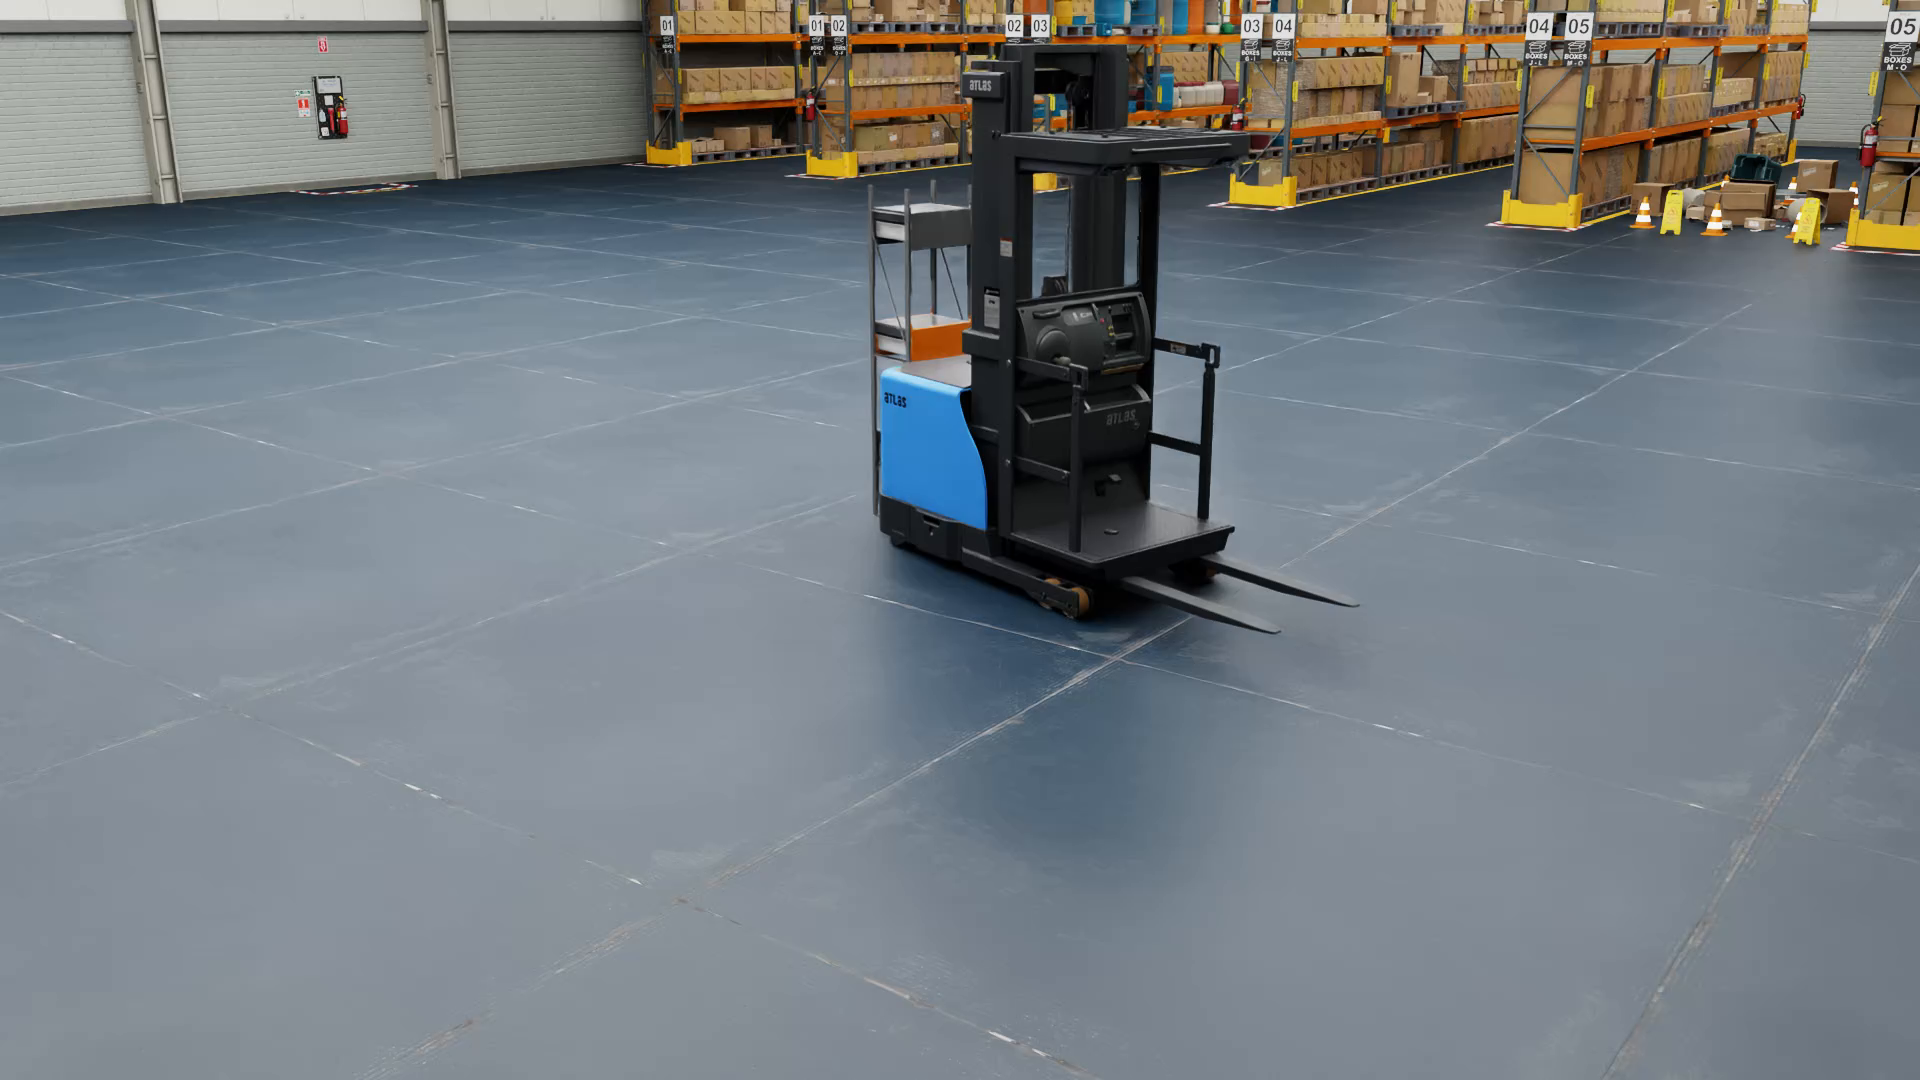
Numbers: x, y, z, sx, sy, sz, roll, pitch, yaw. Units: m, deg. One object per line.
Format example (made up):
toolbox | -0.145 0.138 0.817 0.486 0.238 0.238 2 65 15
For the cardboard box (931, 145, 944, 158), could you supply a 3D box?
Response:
cardboard box | -0.693 -8.669 37.029 0.500 0.250 0.500 12 21 35

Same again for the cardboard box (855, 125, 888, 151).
cardboard box | -1.875 -8.549 35.378 0.500 0.500 0.500 12 21 35

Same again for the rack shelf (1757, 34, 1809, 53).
rack shelf | 17.549 -10.867 36.334 1.077 0.370 4.000 12 21 35

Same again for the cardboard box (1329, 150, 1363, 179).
cardboard box | 7.397 -7.215 31.926 0.500 0.500 0.500 12 21 33

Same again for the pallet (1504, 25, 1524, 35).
pallet | 11.927 -11.316 36.890 0.805 0.209 1.217 11 21 33

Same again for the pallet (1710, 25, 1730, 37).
pallet | 13.633 -9.528 31.129 1.213 0.211 1.003 14 22 37

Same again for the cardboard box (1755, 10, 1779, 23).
cardboard box | 16.836 -10.973 34.874 0.500 0.250 0.500 13 22 36

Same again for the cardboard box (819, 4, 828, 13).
cardboard box | -3.142 -13.013 41.156 0.500 0.500 0.500 12 21 33

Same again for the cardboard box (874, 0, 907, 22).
cardboard box | -1.461 -11.190 35.049 0.500 0.500 0.500 12 21 35

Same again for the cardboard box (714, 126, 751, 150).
cardboard box | -5.349 -9.437 39.046 0.700 0.500 0.500 11 20 31

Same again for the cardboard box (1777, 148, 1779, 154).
cardboard box | 18.296 -8.804 37.635 0.380 0.149 0.250 12 21 34

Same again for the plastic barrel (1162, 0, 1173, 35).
plastic barrel | 4.208 -11.159 35.216 0.600 0.901 0.600 0 17 0

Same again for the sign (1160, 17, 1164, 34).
sign | 4.125 -10.509 33.953 0.100 0.325 0.005 12 21 35

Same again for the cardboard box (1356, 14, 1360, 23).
cardboard box | 7.036 -9.478 30.230 0.380 0.149 0.250 13 22 37

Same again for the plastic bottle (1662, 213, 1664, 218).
plastic bottle | 11.660 -5.312 27.247 0.283 0.061 0.133 5 18 16

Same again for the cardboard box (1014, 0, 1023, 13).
cardboard box | 1.451 -15.039 46.668 0.500 0.500 0.500 12 21 34

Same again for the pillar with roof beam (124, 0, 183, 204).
pillar with roof beam | -10.621 -9.535 25.776 9.100 9.000 0.400 12 21 35

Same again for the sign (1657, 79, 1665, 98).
sign | 12.037 -7.749 28.547 0.100 0.325 0.005 12 21 35

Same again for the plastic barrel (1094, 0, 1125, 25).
plastic barrel | 3.010 -10.826 33.436 0.600 0.901 0.708 12 21 35

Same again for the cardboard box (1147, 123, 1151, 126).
cardboard box | 4.904 -10.941 44.210 0.500 0.311 0.500 12 21 35

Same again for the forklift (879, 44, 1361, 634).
forklift | 0.825 -1.148 8.999 1.130 2.935 3.031 -13 22 -37

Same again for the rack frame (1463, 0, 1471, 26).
rack frame | 10.050 -12.114 34.080 1.000 3.000 0.127 12 21 35

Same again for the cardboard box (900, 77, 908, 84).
cardboard box | -1.347 -9.874 35.720 0.380 0.149 0.250 13 21 35

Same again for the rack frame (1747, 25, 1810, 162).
rack frame | 18.740 -10.254 38.206 1.000 3.000 0.127 12 21 35

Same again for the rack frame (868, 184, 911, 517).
rack frame | -0.430 -1.122 10.315 0.015 2.100 0.400 -13 22 -37

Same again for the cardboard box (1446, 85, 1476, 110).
cardboard box | 10.559 -9.365 35.173 0.500 0.500 0.500 13 22 36

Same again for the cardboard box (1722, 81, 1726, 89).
cardboard box | 14.871 -8.974 32.797 0.380 0.149 0.250 11 21 32

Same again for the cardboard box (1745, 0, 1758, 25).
cardboard box | 16.043 -10.911 34.388 0.700 0.500 0.500 12 21 35

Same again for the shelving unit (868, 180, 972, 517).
shelving unit | -0.240 -1.167 10.462 0.503 2.100 0.431 -13 22 -37

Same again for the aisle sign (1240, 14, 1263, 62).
aisle sign | 5.006 -8.623 28.572 0.394 0.787 0.004 12 21 35

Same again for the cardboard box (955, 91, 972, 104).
cardboard box | -0.028 -10.101 37.967 0.500 0.250 0.500 14 22 38

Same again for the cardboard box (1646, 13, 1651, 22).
cardboard box | 11.175 -8.631 27.468 0.380 0.149 0.250 13 21 35

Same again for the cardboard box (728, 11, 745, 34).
cardboard box | -5.293 -11.872 38.157 0.500 0.500 0.500 14 22 38

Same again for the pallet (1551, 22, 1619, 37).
pallet | 9.641 -8.012 26.077 1.003 0.211 1.213 12 21 35

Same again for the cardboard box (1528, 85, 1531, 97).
cardboard box | 12.924 -10.338 38.227 0.500 0.250 0.500 12 21 34

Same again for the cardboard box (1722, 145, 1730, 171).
cardboard box | 15.199 -7.722 33.560 0.500 0.500 0.500 12 21 33

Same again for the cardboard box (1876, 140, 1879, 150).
cardboard box | 13.355 -5.679 23.898 0.380 0.149 0.250 12 21 34

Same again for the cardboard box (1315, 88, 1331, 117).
cardboard box | 6.168 -7.911 29.992 0.875 0.500 0.500 12 21 35

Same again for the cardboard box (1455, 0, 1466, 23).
cardboard box | 9.967 -10.810 33.928 0.500 0.500 0.500 13 22 36

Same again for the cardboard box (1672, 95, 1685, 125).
cardboard box | 12.720 -7.760 30.007 0.500 0.500 0.500 12 21 34

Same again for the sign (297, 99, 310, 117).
sign | -12.418 -8.182 31.473 0.001 0.329 0.234 12 21 35

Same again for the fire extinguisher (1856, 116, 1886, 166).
fire extinguisher | 12.804 -5.610 23.381 0.296 0.674 0.183 12 21 35

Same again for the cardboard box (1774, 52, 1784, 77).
cardboard box | 17.443 -10.274 35.913 0.500 0.500 0.500 13 21 36

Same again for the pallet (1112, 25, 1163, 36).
pallet | 3.338 -10.325 33.695 1.213 0.211 1.003 12 21 35

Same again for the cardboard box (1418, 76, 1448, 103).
cardboard box | 9.508 -9.211 33.971 0.500 0.500 0.700 -16 24 -42

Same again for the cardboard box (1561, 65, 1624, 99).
cardboard box | 10.367 -7.518 27.321 0.875 0.550 0.500 12 21 35

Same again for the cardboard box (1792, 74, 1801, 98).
cardboard box | 18.679 -10.291 37.656 0.500 0.500 0.500 13 21 36

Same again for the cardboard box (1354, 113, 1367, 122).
cardboard box | 7.362 -7.887 31.008 0.380 0.149 0.250 12 21 35

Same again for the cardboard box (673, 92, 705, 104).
cardboard box | -6.105 -9.968 37.503 0.500 0.250 0.500 12 21 33

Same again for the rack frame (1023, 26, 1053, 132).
rack frame | 1.306 -8.219 31.652 1.000 3.000 0.127 12 21 35

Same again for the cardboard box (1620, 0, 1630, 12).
cardboard box | 10.302 -8.505 26.392 0.500 0.250 0.500 12 21 34

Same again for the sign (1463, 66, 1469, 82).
sign | 10.492 -9.671 34.508 0.100 0.325 0.005 12 21 35
